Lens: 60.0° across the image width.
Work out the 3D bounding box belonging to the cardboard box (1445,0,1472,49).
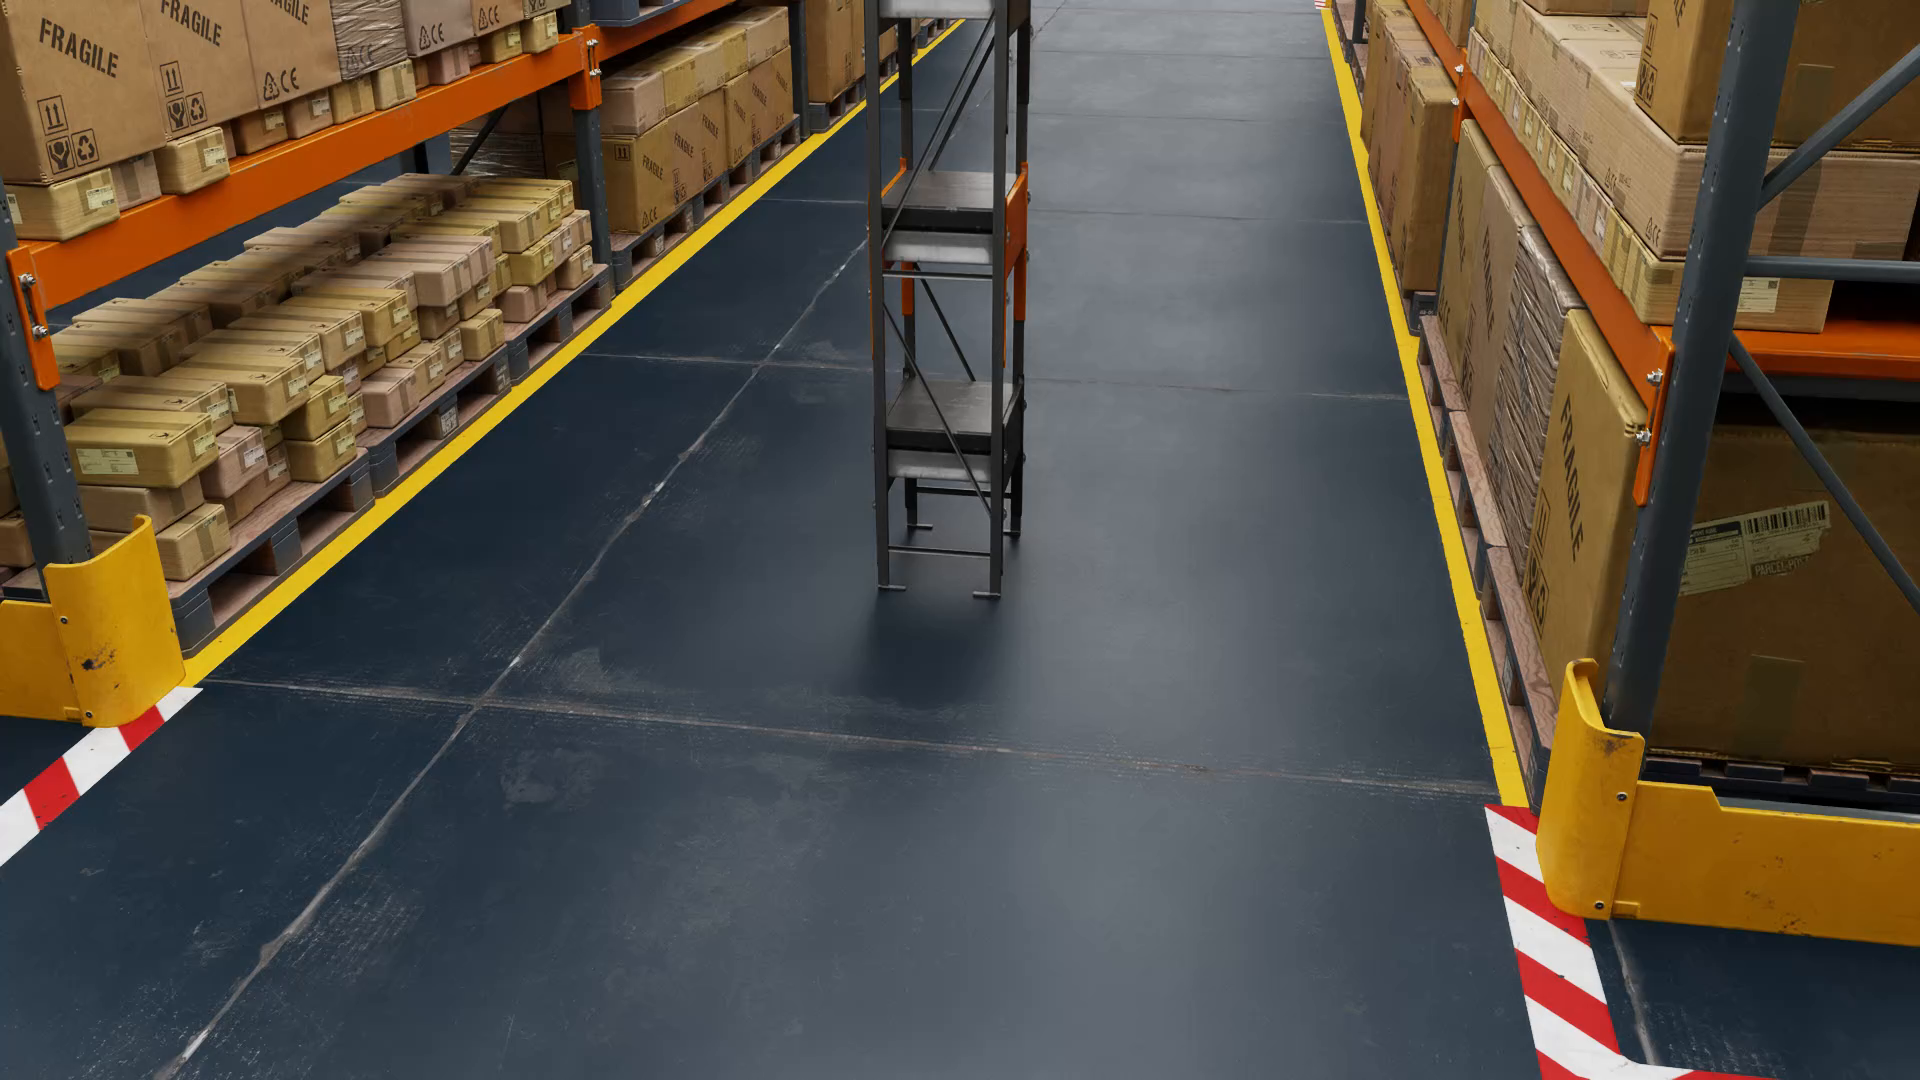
[{"bbox_3d":[2.454,-2.458,7.344,0.500,0.500,0.500,4,25,9],"label":"cardboard box"}]

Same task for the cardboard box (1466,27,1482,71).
[{"bbox_3d":[2.270,-1.983,6.746,0.380,0.149,0.250,4,25,9],"label":"cardboard box"}]

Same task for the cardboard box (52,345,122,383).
[{"bbox_3d":[-3.033,-0.537,5.524,0.380,0.149,0.250,3,25,7],"label":"cardboard box"}]

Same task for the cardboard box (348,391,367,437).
[{"bbox_3d":[-2.389,-0.439,6.017,0.380,0.149,0.250,4,25,9],"label":"cardboard box"}]

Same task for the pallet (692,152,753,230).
[{"bbox_3d":[-1.907,-2.158,10.112,1.003,0.211,1.213,4,25,9],"label":"pallet"}]

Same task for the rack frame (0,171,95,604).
[{"bbox_3d":[-2.884,-0.911,4.158,1.000,3.000,0.127,4,25,9],"label":"rack frame"}]

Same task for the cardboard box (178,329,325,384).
[{"bbox_3d":[-2.410,-0.605,5.669,0.380,0.149,0.250,3,25,6],"label":"cardboard box"}]

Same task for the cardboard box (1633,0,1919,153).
[{"bbox_3d":[1.813,-1.153,3.617,0.500,0.500,0.500,4,25,9],"label":"cardboard box"}]

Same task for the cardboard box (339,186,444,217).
[{"bbox_3d":[-2.594,-1.511,7.607,0.380,0.149,0.250,5,26,11],"label":"cardboard box"}]

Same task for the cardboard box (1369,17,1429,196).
[{"bbox_3d":[3.014,-2.439,9.434,1.225,0.875,0.875,4,25,9],"label":"cardboard box"}]

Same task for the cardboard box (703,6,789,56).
[{"bbox_3d":[-1.430,-3.350,10.938,0.500,0.250,0.500,3,25,7],"label":"cardboard box"}]

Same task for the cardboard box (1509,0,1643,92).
[{"bbox_3d":[2.146,-1.662,5.588,0.500,0.250,0.500,5,25,10],"label":"cardboard box"}]

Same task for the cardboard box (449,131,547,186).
[{"bbox_3d":[-2.358,-1.969,8.871,0.500,0.500,0.500,4,25,8],"label":"cardboard box"}]

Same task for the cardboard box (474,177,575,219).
[{"bbox_3d":[-2.032,-1.585,7.765,0.380,0.149,0.250,5,25,10],"label":"cardboard box"}]

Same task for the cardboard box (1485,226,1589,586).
[{"bbox_3d":[2.167,-0.407,5.091,0.875,0.875,0.875,4,25,9],"label":"cardboard box"}]

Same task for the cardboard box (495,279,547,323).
[{"bbox_3d":[-2.063,-1.077,7.381,0.380,0.149,0.250,3,25,7],"label":"cardboard box"}]

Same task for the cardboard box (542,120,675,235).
[{"bbox_3d":[-1.848,-1.933,8.794,0.500,0.500,0.500,5,26,11],"label":"cardboard box"}]

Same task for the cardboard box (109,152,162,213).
[{"bbox_3d":[-2.507,-1.019,4.685,0.380,0.149,0.250,5,26,10],"label":"cardboard box"}]

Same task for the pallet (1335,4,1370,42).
[{"bbox_3d":[4.226,-5.076,16.345,1.003,0.211,1.213,4,25,9],"label":"pallet"}]

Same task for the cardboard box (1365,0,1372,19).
[{"bbox_3d":[4.169,-5.272,15.927,0.500,0.500,0.500,2,25,4],"label":"cardboard box"}]

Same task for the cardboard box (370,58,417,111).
[{"bbox_3d":[-2.230,-1.676,6.088,0.380,0.149,0.250,5,25,10],"label":"cardboard box"}]

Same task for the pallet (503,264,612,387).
[{"bbox_3d":[-2.305,-1.038,7.718,1.003,0.211,1.213,4,25,9],"label":"pallet"}]

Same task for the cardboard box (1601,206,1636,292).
[{"bbox_3d":[1.767,-0.692,3.986,0.380,0.149,0.250,4,25,9],"label":"cardboard box"}]

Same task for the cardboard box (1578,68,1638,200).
[{"bbox_3d":[1.894,-1.025,4.227,0.500,0.250,0.500,4,25,8],"label":"cardboard box"}]

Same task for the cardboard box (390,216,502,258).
[{"bbox_3d":[-2.187,-1.268,7.087,0.380,0.149,0.250,5,26,10],"label":"cardboard box"}]

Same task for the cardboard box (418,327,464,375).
[{"bbox_3d":[-2.236,-0.758,6.698,0.380,0.149,0.250,4,25,10],"label":"cardboard box"}]

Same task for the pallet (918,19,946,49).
[{"bbox_3d":[-0.721,-4.979,16.139,1.003,0.211,1.213,4,25,9],"label":"pallet"}]

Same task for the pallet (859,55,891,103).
[{"bbox_3d":[-1.172,-3.827,13.677,1.003,0.211,1.213,4,25,9],"label":"pallet"}]

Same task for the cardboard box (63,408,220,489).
[{"bbox_3d":[-2.463,-0.275,4.965,0.380,0.149,0.250,3,25,6],"label":"cardboard box"}]

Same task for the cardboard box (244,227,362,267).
[{"bbox_3d":[-2.729,-1.191,6.922,0.380,0.149,0.250,5,25,10],"label":"cardboard box"}]

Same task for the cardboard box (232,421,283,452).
[{"bbox_3d":[-2.492,-0.365,5.508,0.380,0.149,0.250,4,25,9],"label":"cardboard box"}]

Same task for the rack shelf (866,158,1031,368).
[{"bbox_3d":[-0.027,-0.869,5.163,0.431,0.518,0.480,4,25,9],"label":"rack shelf"}]

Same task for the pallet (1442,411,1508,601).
[{"bbox_3d":[2.248,-0.111,5.737,1.003,0.211,1.213,4,25,9],"label":"pallet"}]

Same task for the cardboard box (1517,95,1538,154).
[{"bbox_3d":[2.017,-1.331,5.352,0.380,0.149,0.250,3,25,7],"label":"cardboard box"}]

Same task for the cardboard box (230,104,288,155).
[{"bbox_3d":[-2.434,-1.358,5.409,0.380,0.149,0.250,4,25,8],"label":"cardboard box"}]

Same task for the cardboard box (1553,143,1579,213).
[{"bbox_3d":[1.892,-1.010,4.666,0.380,0.149,0.250,3,25,7],"label":"cardboard box"}]

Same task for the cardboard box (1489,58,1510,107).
[{"bbox_3d":[2.143,-1.653,6.040,0.380,0.149,0.250,3,25,7],"label":"cardboard box"}]

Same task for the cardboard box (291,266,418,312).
[{"bbox_3d":[-2.321,-0.938,6.382,0.380,0.149,0.250,4,25,9],"label":"cardboard box"}]

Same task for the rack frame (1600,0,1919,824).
[{"bbox_3d":[1.993,-0.525,3.333,1.000,3.000,0.127,4,25,9],"label":"rack frame"}]

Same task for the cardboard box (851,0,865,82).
[{"bbox_3d":[-1.249,-4.042,13.006,1.050,0.750,0.750,4,25,9],"label":"cardboard box"}]

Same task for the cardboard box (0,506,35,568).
[{"bbox_3d":[-3.004,-0.045,5.174,0.380,0.149,0.250,4,25,9],"label":"cardboard box"}]

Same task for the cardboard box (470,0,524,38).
[{"bbox_3d":[-2.117,-2.325,6.710,0.500,0.500,0.500,3,25,7],"label":"cardboard box"}]

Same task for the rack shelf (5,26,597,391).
[{"bbox_3d":[-2.557,-1.422,6.097,1.077,0.370,4.000,4,25,9],"label":"rack shelf"}]

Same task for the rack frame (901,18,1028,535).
[{"bbox_3d":[0.013,-0.984,5.375,0.400,2.100,0.015,4,25,9],"label":"rack frame"}]

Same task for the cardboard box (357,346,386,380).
[{"bbox_3d":[-2.390,-0.699,6.221,0.380,0.149,0.250,5,26,11],"label":"cardboard box"}]

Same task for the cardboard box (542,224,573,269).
[{"bbox_3d":[-2.000,-1.350,7.612,0.380,0.149,0.250,3,25,6],"label":"cardboard box"}]

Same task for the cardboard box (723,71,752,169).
[{"bbox_3d":[-1.585,-2.582,10.182,0.500,0.500,0.500,3,25,6],"label":"cardboard box"}]

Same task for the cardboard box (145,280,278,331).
[{"bbox_3d":[-2.786,-0.859,6.213,0.380,0.149,0.250,3,25,7],"label":"cardboard box"}]

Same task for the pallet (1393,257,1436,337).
[{"bbox_3d":[2.698,-1.263,8.199,1.003,0.211,1.213,4,25,9],"label":"pallet"}]

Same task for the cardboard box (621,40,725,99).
[{"bbox_3d":[-1.676,-2.708,9.566,0.500,0.250,0.500,5,26,11],"label":"cardboard box"}]

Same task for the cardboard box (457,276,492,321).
[{"bbox_3d":[-2.187,-1.030,6.930,0.380,0.149,0.250,5,25,10],"label":"cardboard box"}]

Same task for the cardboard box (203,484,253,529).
[{"bbox_3d":[-2.521,-0.122,5.340,0.380,0.149,0.250,4,25,8],"label":"cardboard box"}]

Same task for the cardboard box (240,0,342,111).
[{"bbox_3d":[-2.383,-1.689,5.352,0.500,0.500,0.500,4,25,9],"label":"cardboard box"}]

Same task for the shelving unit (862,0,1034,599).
[{"bbox_3d":[-0.027,-0.882,5.157,0.431,2.100,0.503,4,25,9],"label":"shelving unit"}]

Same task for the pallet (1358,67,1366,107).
[{"bbox_3d":[3.631,-3.443,12.857,1.003,0.211,1.213,4,25,9],"label":"pallet"}]

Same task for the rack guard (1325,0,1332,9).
[{"bbox_3d":[4.595,-6.053,18.092,1.175,0.500,0.348,4,25,9],"label":"rack guard"}]

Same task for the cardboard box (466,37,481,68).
[{"bbox_3d":[-2.193,-2.008,6.799,0.380,0.149,0.250,3,25,7],"label":"cardboard box"}]
